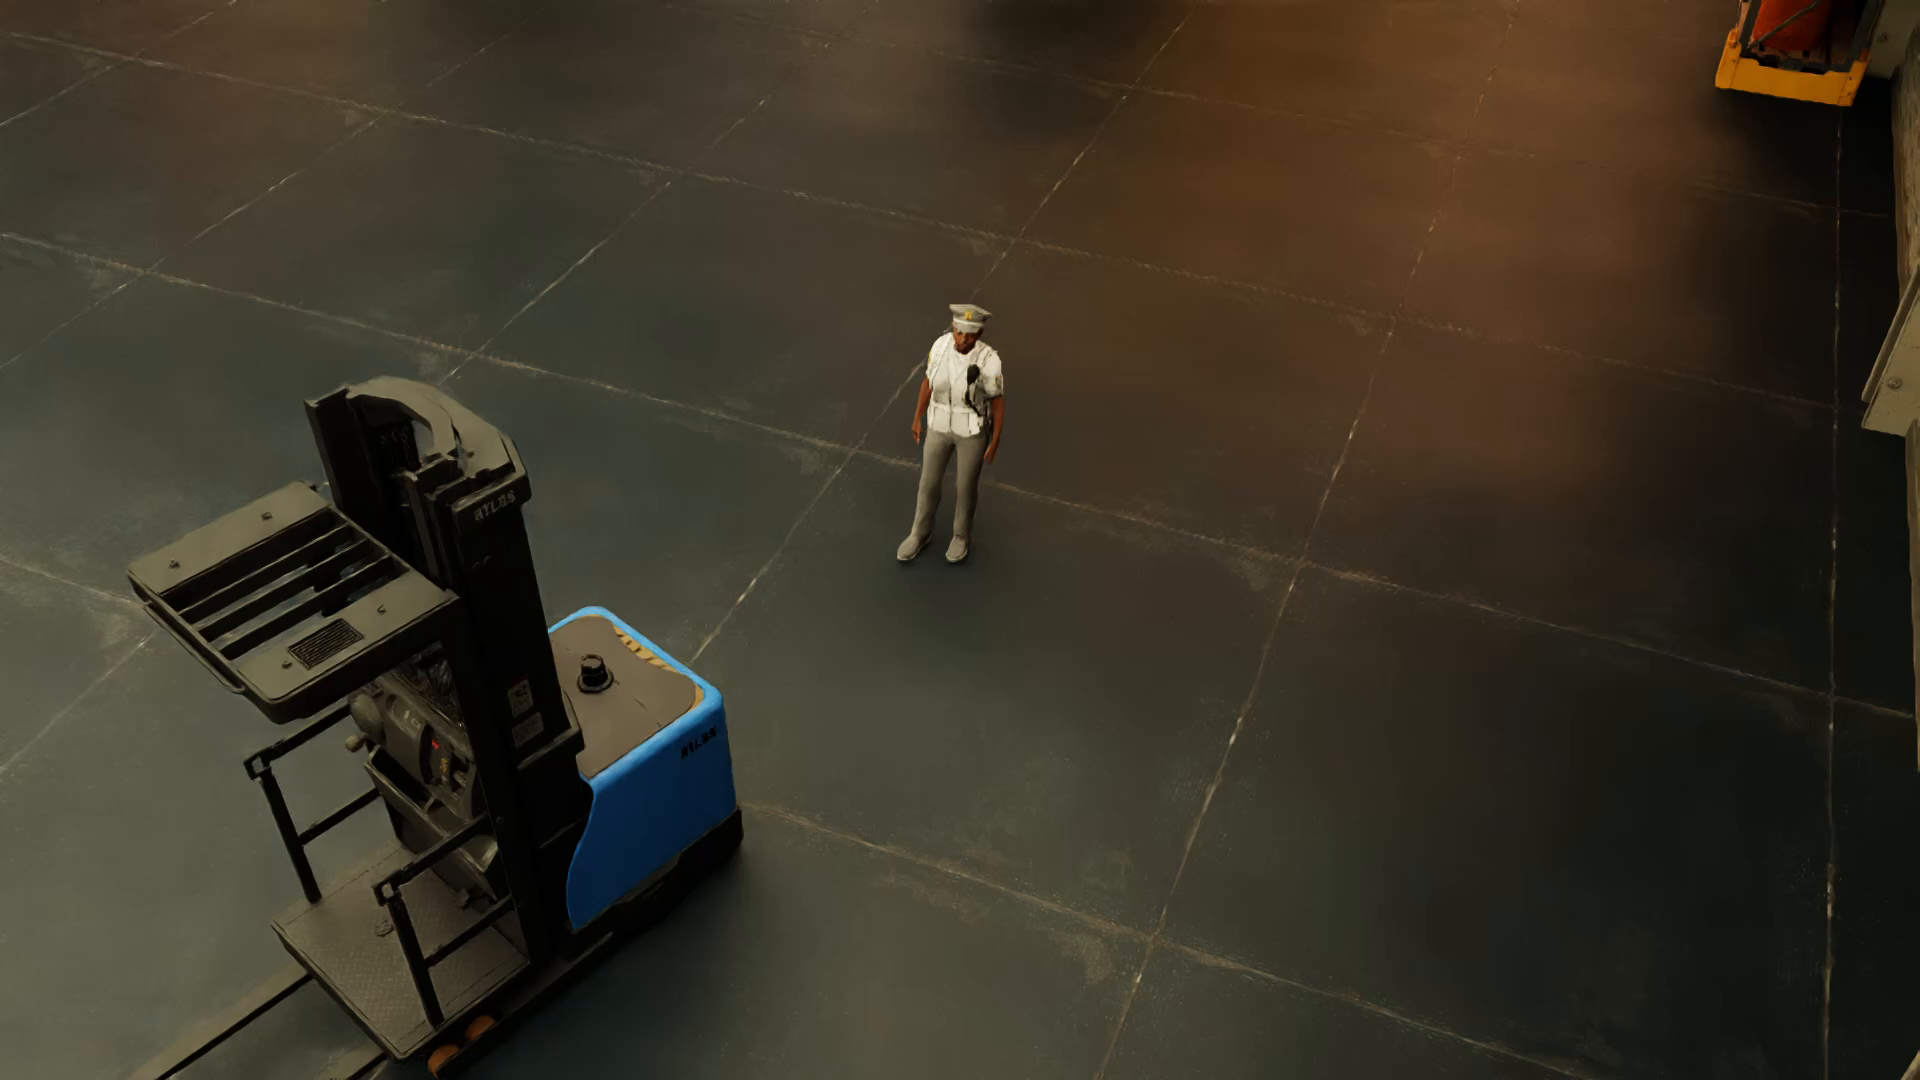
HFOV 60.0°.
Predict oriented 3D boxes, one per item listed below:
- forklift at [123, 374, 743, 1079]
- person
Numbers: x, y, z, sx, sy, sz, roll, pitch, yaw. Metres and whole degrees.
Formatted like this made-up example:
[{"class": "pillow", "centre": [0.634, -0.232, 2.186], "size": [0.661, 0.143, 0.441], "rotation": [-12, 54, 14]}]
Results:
[{"class": "forklift", "centre": [-2.459, 0.908, 6.921], "size": [1.130, 2.935, 3.031], "rotation": [30, 49, 31]}, {"class": "person", "centre": [-0.047, -0.616, 9.693], "size": [0.570, 1.695, 0.529], "rotation": [15, 42, 17]}]
